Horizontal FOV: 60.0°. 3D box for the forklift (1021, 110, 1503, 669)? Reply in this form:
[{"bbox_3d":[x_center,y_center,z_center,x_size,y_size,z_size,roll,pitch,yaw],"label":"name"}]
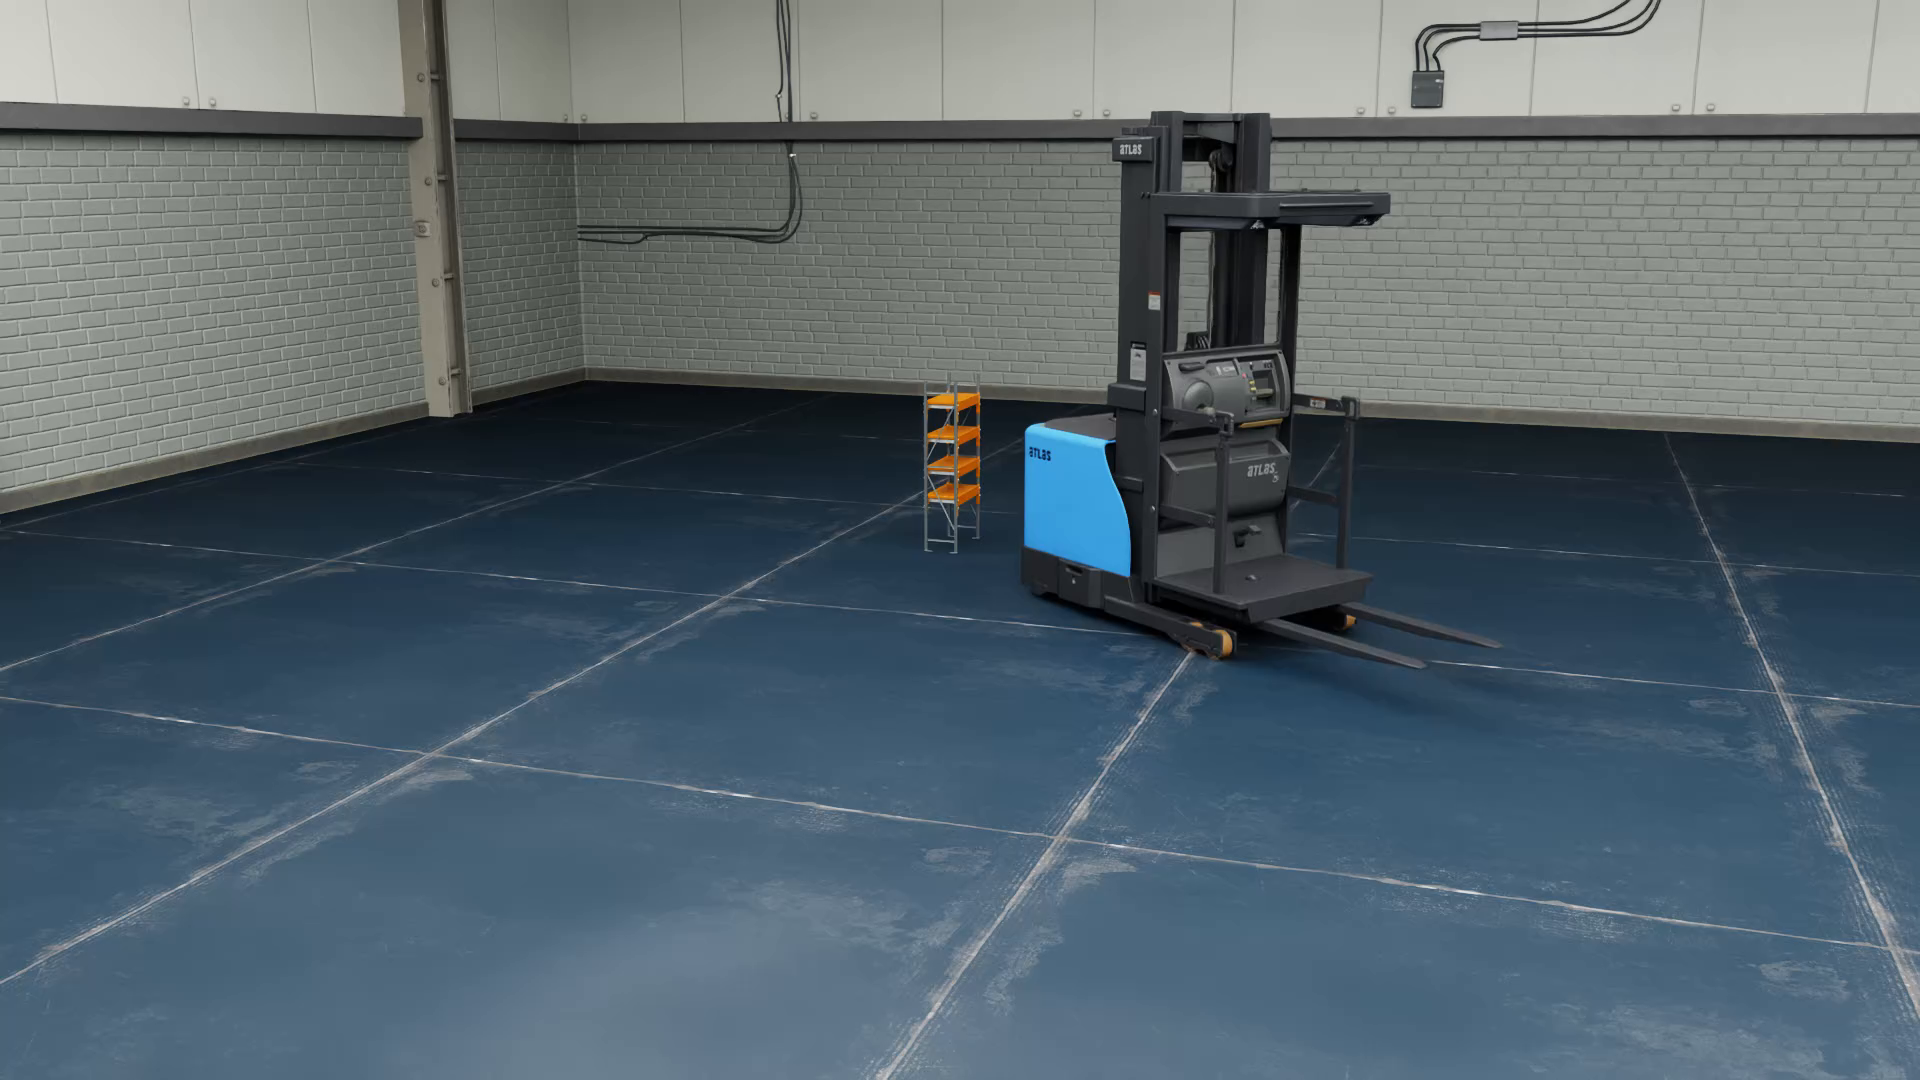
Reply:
[{"bbox_3d":[1.656,-0.895,9.324,1.130,2.935,3.031,-9,16,-35],"label":"forklift"}]

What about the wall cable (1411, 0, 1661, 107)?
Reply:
[{"bbox_3d":[5.674,-7.246,15.868,2.305,6.003,0.169,4,14,18],"label":"wall cable"}]

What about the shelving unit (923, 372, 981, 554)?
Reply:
[{"bbox_3d":[-0.054,-0.550,11.702,0.258,1.200,0.503,4,14,18],"label":"shelving unit"}]

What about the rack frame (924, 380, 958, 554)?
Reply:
[{"bbox_3d":[-0.133,-0.499,11.477,0.240,1.200,0.015,4,14,18],"label":"rack frame"}]

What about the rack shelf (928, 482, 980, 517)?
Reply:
[{"bbox_3d":[-0.054,-0.291,11.761,0.258,0.148,0.480,4,14,18],"label":"rack shelf"}]

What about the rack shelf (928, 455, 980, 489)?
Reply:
[{"bbox_3d":[-0.054,-0.485,11.717,0.258,0.148,0.480,4,14,18],"label":"rack shelf"}]

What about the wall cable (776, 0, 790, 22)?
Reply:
[{"bbox_3d":[-0.744,-7.028,18.186,3.097,2.526,0.112,4,14,18],"label":"wall cable"}]

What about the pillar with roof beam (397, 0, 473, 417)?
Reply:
[{"bbox_3d":[-1.435,-5.440,15.598,9.100,9.000,0.400,4,14,18],"label":"pillar with roof beam"}]

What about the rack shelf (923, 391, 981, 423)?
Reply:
[{"bbox_3d":[-0.054,-0.933,11.614,0.258,0.148,0.480,4,14,18],"label":"rack shelf"}]

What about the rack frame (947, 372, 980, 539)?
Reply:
[{"bbox_3d":[0.025,-0.601,11.927,0.240,1.200,0.015,4,14,18],"label":"rack frame"}]

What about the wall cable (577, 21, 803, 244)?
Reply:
[{"bbox_3d":[-3.304,-4.761,19.602,3.097,2.526,0.112,4,14,18],"label":"wall cable"}]

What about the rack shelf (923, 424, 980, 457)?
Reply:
[{"bbox_3d":[-0.054,-0.703,11.667,0.258,0.148,0.480,4,14,18],"label":"rack shelf"}]
